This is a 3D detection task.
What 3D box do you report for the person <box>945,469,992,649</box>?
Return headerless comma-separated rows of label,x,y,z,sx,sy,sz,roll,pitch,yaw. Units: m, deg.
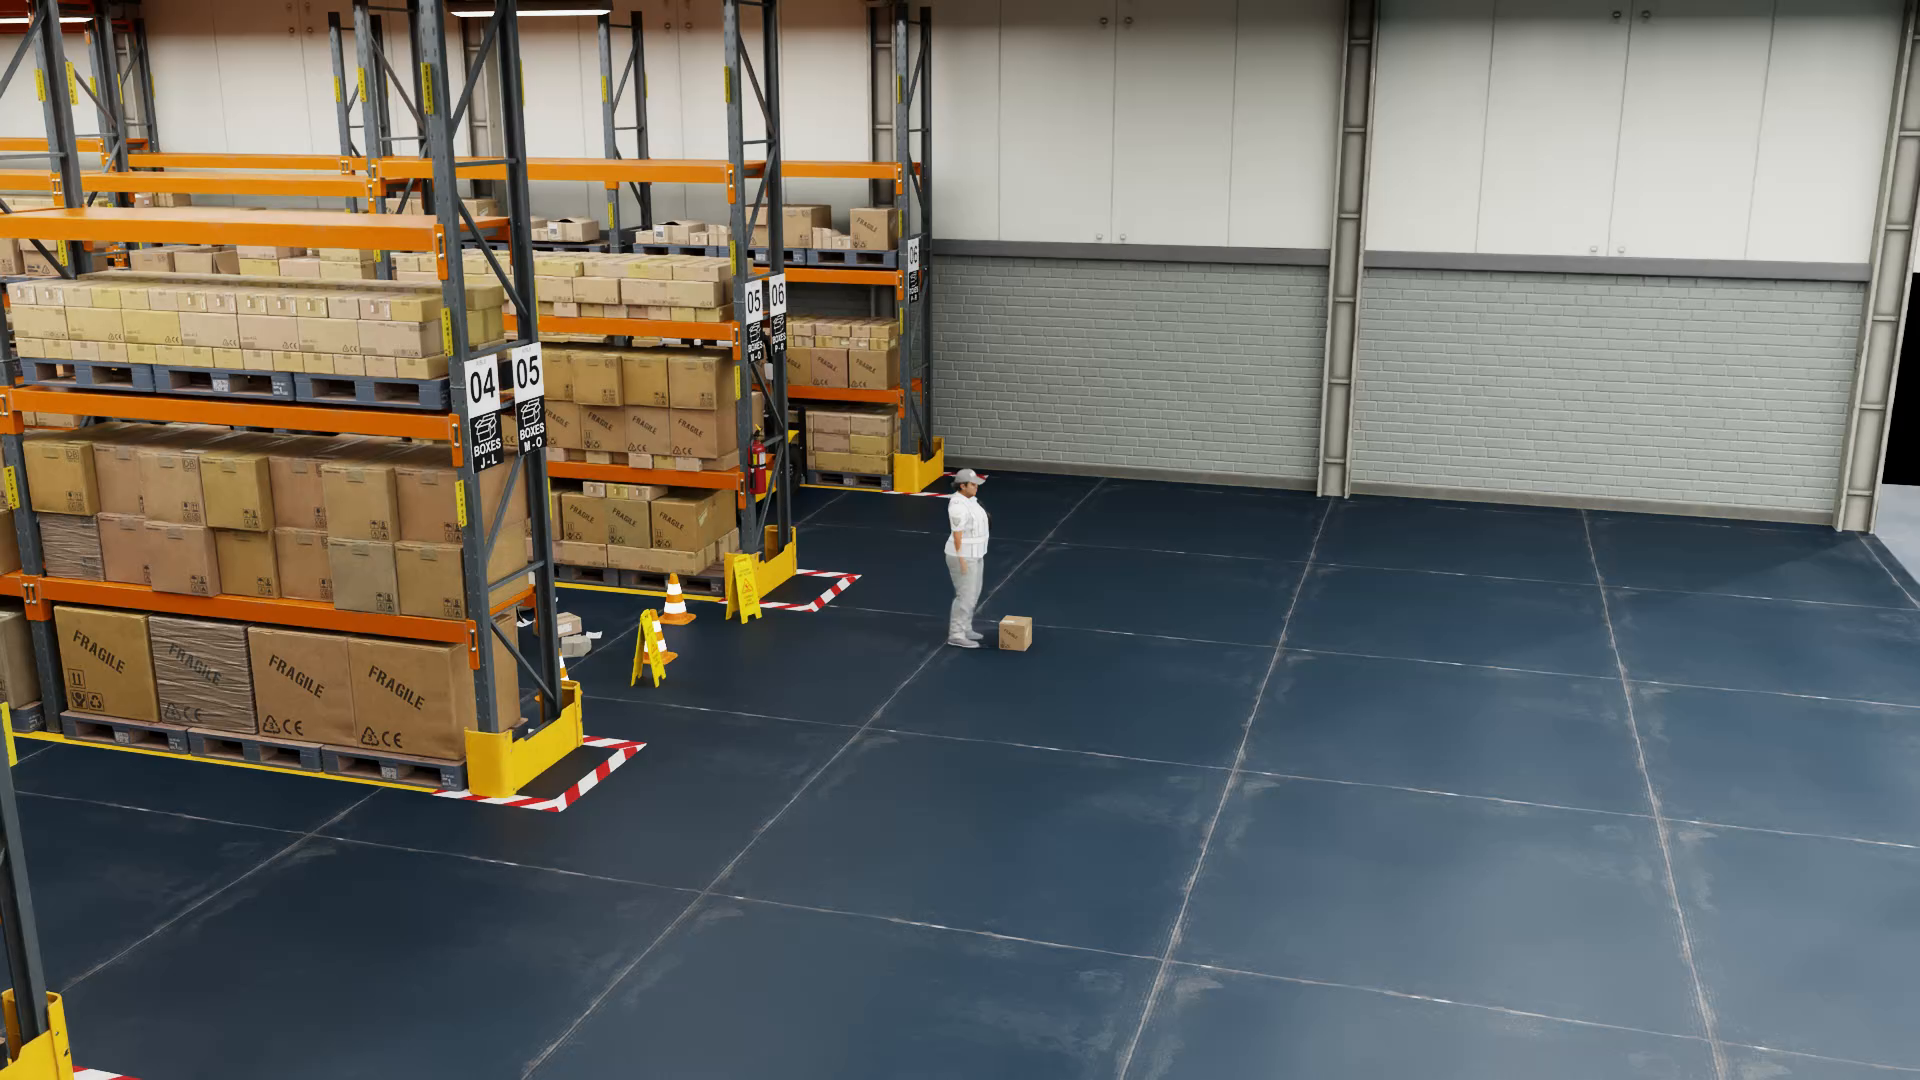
person,0.072,0.159,15.403,0.390,1.672,0.467,5,16,17
